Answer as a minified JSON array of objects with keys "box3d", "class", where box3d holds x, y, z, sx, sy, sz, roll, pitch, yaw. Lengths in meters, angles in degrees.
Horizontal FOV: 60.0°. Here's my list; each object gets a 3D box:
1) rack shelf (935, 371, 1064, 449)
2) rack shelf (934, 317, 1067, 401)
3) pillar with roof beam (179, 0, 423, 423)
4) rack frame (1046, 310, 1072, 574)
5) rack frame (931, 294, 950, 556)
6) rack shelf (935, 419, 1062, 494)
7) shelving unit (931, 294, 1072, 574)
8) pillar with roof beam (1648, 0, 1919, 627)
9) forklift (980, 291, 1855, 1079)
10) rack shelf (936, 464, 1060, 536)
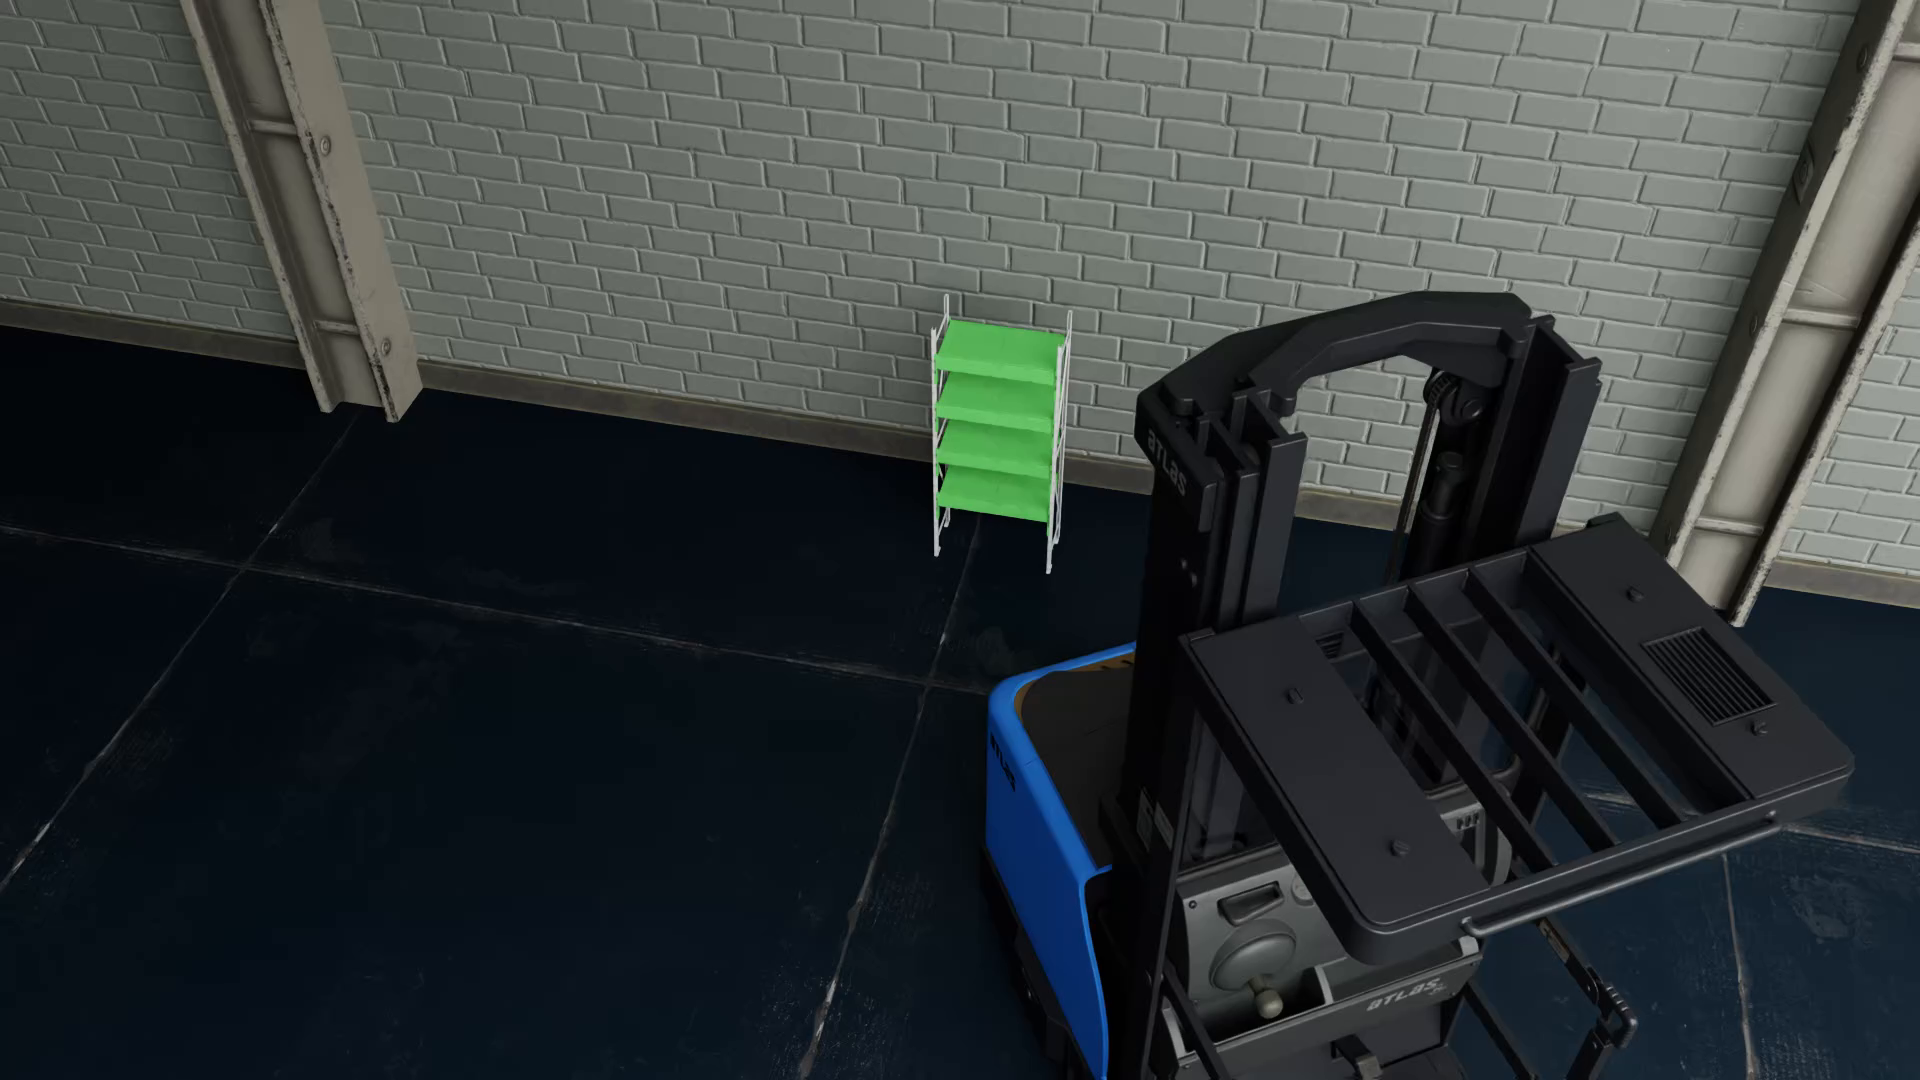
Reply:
[{"box3d":[0.162,-0.534,6.646,0.480,0.148,0.258,9,45,9],"class":"rack shelf"},{"box3d":[0.162,-0.707,6.479,0.480,0.148,0.258,9,45,9],"class":"rack shelf"},{"box3d":[-3.734,-1.011,1.772,0.400,9.000,9.100,9,45,9],"class":"pillar with roof beam"},{"box3d":[0.400,-0.370,6.730,0.015,1.200,0.240,9,45,9],"class":"rack frame"},{"box3d":[-0.077,-0.444,6.806,0.015,1.200,0.240,9,45,9],"class":"rack frame"},{"box3d":[0.162,-0.361,6.812,0.480,0.148,0.258,9,45,9],"class":"rack shelf"},{"box3d":[0.162,-0.407,6.768,0.503,1.200,0.258,9,45,9],"class":"shelving unit"},{"box3d":[2.122,-0.103,0.828,0.400,9.000,9.100,9,45,9],"class":"pillar with roof beam"},{"box3d":[1.061,1.005,4.053,1.130,2.935,3.031,-15,46,-15],"class":"forklift"},{"box3d":[0.162,-0.188,6.979,0.480,0.148,0.258,9,45,9],"class":"rack shelf"}]
